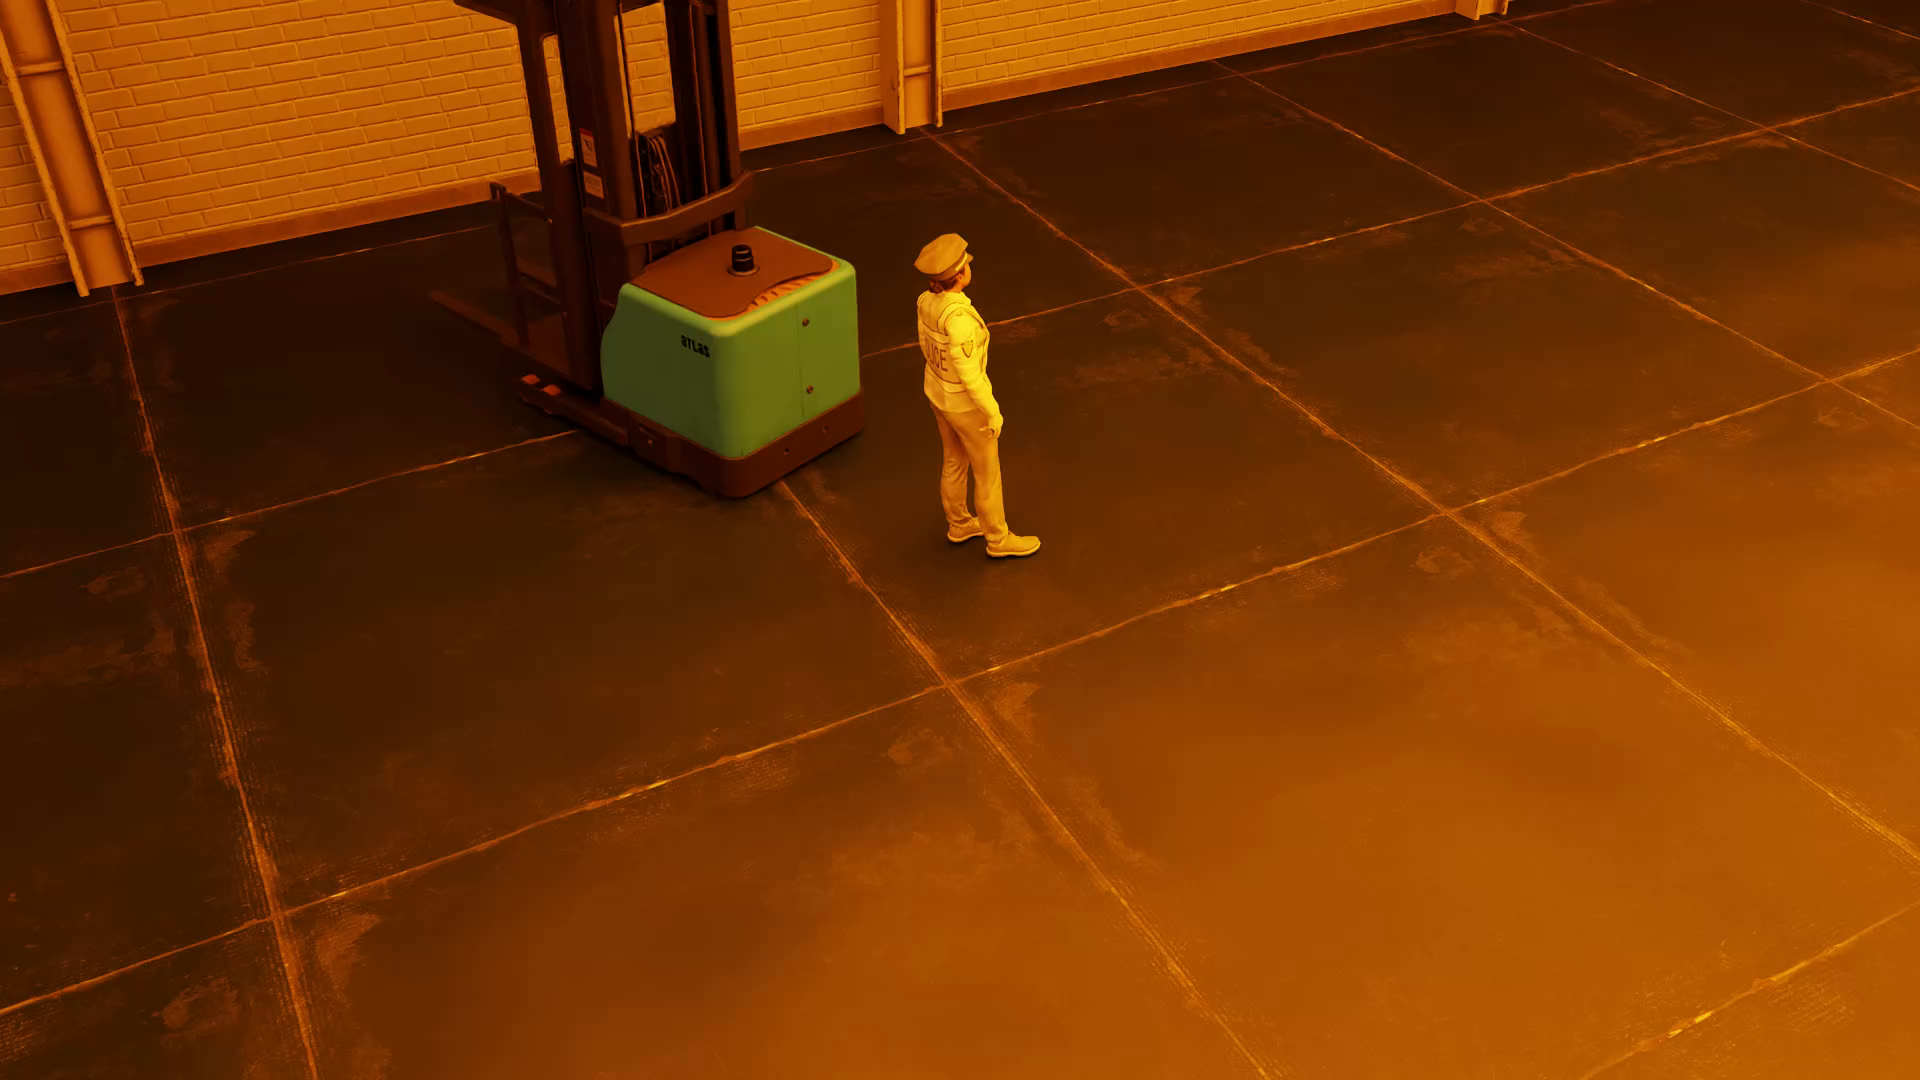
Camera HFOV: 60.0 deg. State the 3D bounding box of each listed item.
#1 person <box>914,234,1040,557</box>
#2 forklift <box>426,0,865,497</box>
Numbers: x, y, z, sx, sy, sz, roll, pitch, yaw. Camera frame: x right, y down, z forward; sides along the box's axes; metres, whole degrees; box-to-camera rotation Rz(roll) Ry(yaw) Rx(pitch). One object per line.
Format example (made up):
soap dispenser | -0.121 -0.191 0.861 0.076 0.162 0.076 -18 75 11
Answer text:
person | 0.064 -0.713 8.191 0.529 1.694 0.587 -17 39 -23
forklift | -1.991 -2.137 9.147 3.031 2.935 1.130 26 43 32
